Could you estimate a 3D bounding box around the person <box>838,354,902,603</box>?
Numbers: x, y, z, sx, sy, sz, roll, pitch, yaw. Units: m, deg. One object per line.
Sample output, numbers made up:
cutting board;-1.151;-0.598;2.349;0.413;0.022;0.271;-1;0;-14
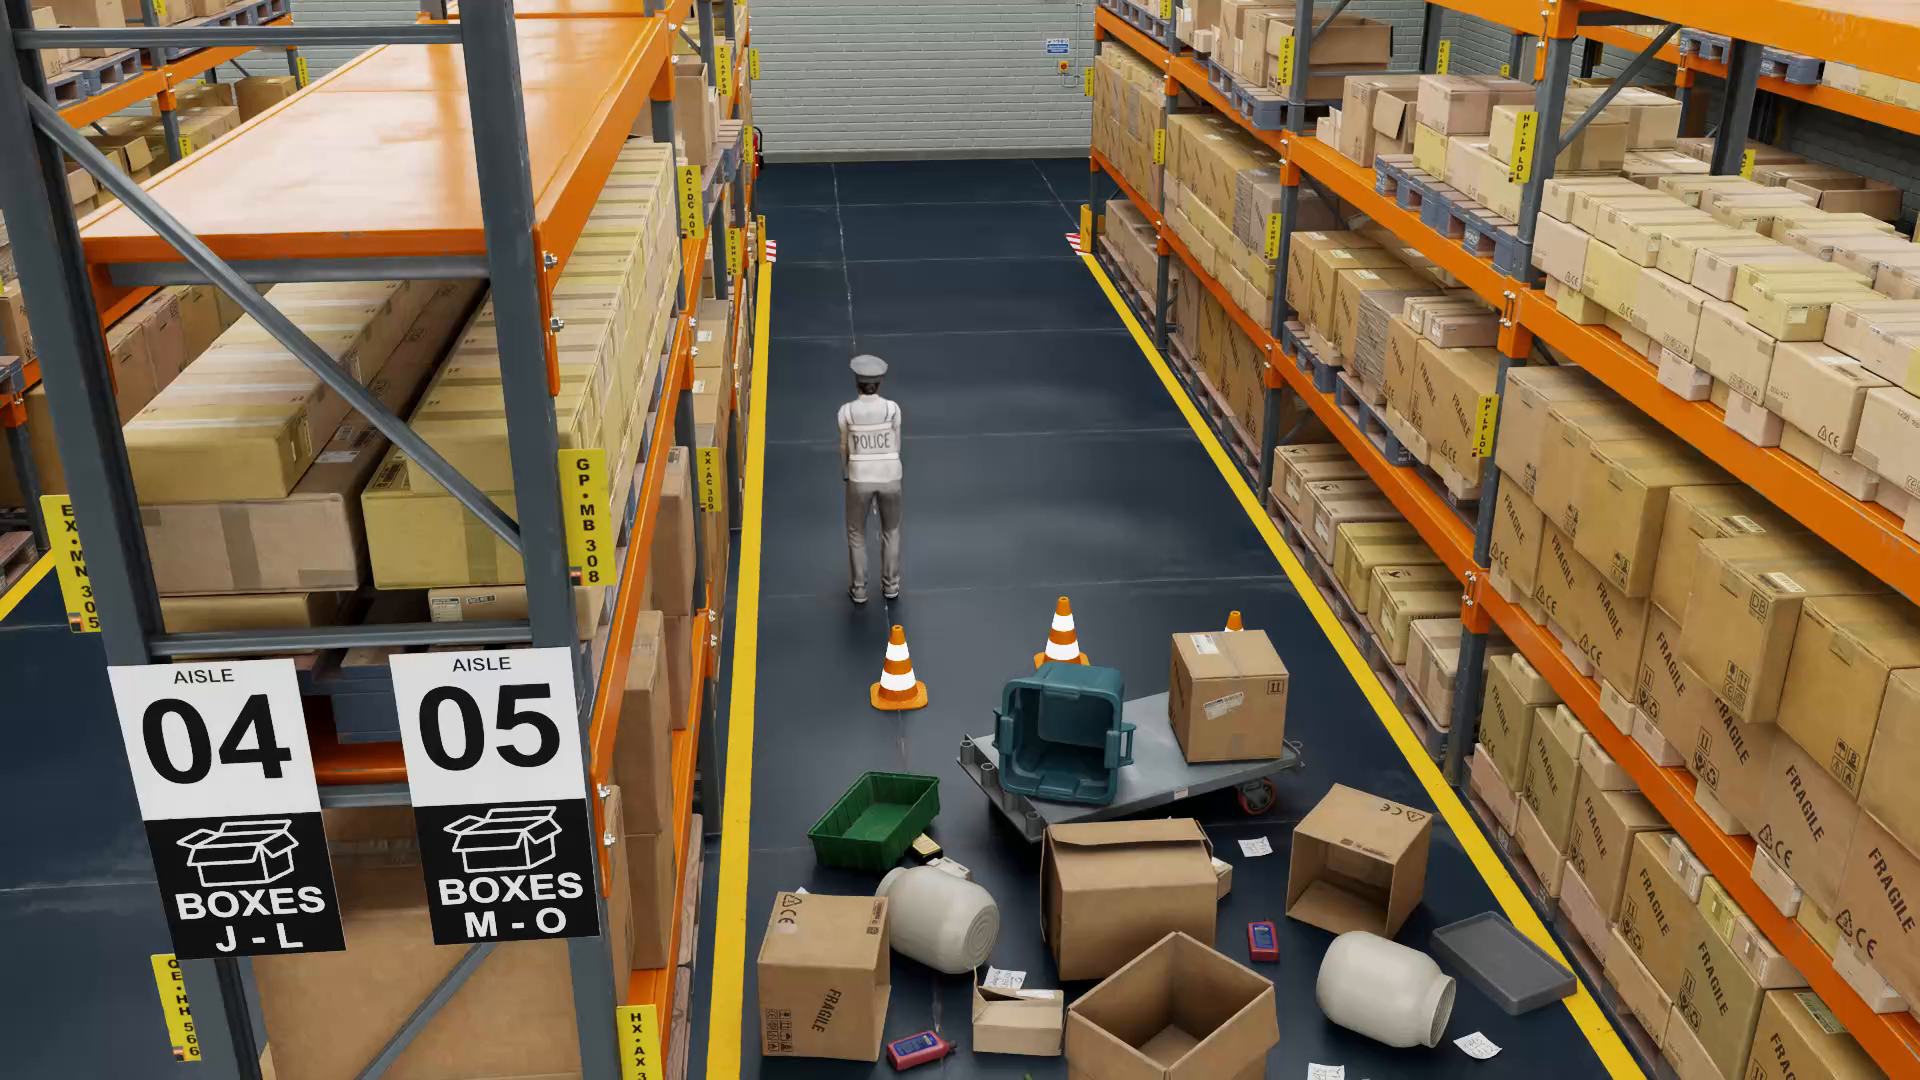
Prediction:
person;-0.592;-0.406;11.030;0.417;1.663;0.542;-3;24;-7
